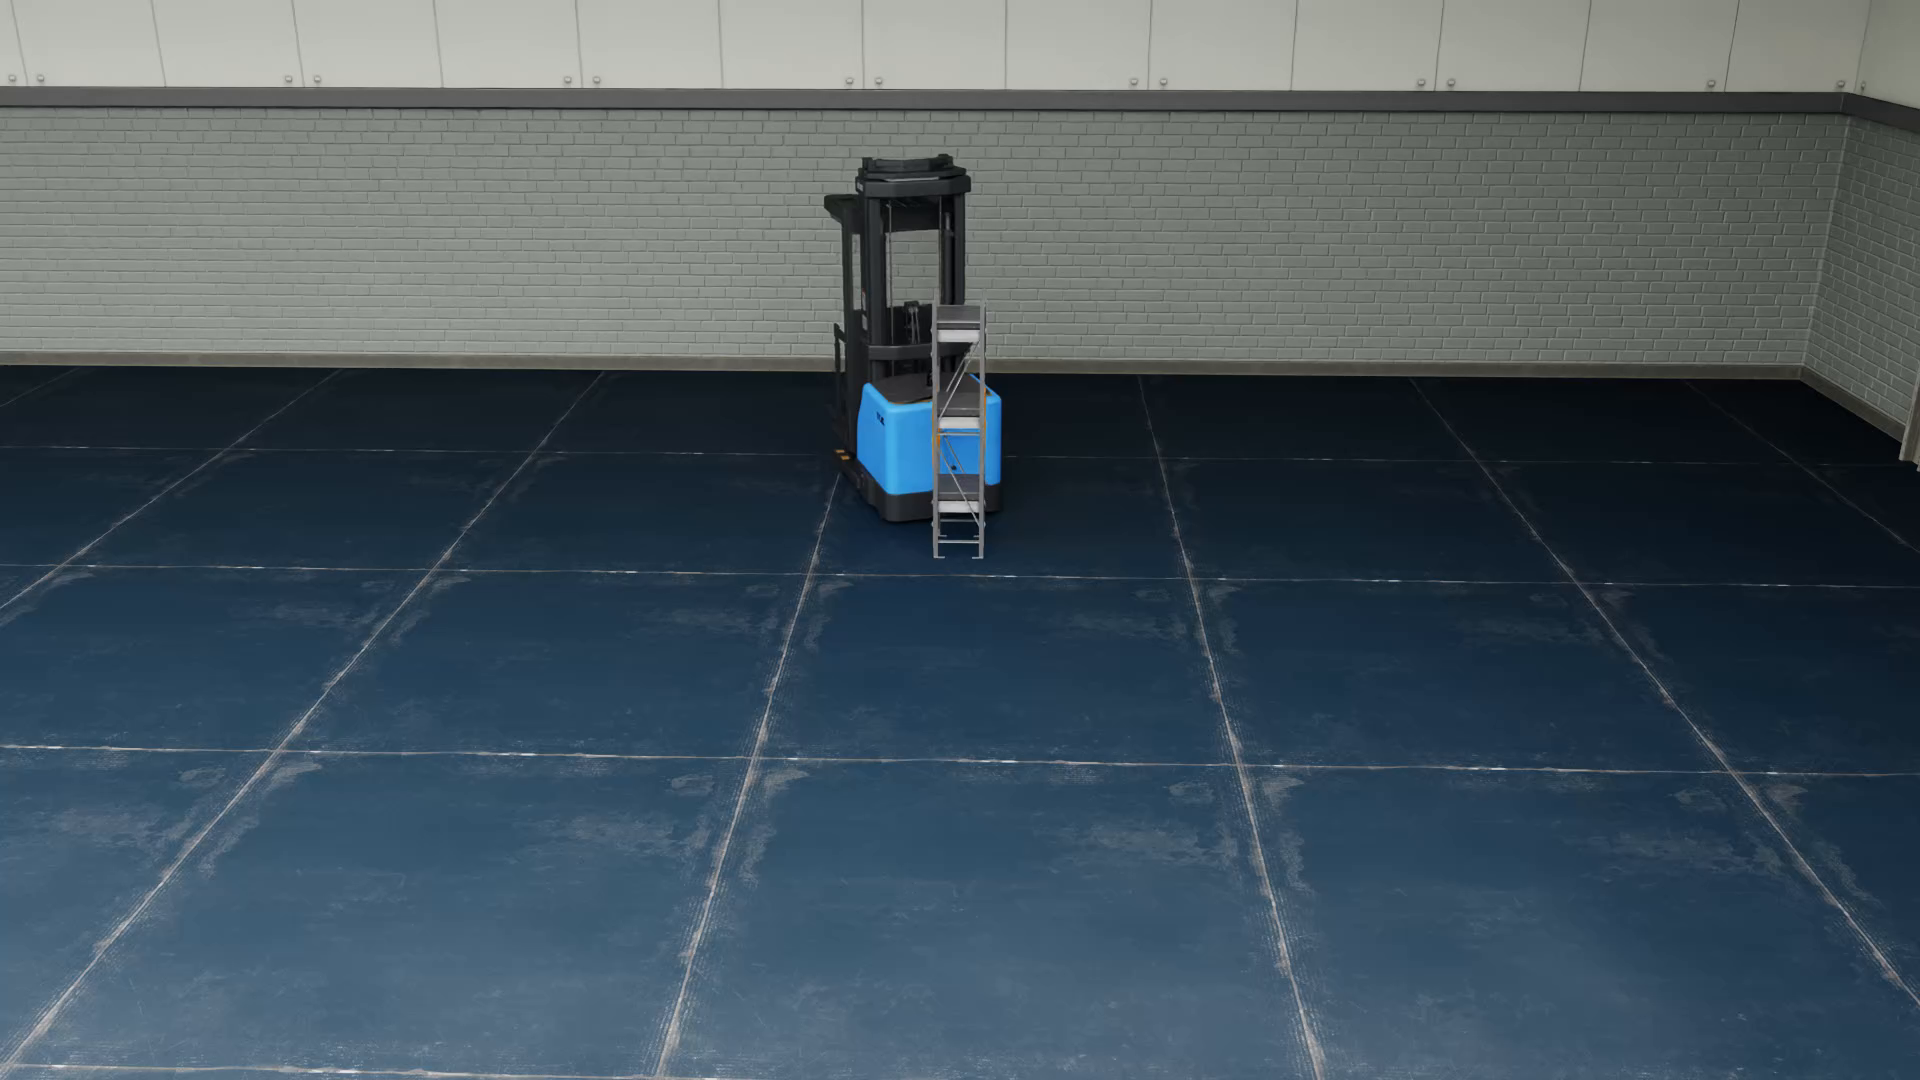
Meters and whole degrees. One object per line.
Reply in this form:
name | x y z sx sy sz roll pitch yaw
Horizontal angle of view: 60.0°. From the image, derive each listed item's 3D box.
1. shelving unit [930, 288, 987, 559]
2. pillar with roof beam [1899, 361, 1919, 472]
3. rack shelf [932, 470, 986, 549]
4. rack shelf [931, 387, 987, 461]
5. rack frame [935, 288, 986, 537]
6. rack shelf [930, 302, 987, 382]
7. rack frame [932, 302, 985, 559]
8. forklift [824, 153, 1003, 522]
shelving unit | -0.005 -0.919 13.288 0.431 2.100 0.503 1 21 2
pillar with roof beam | 4.773 -4.945 14.127 9.100 9.000 0.400 1 21 2
rack shelf | -0.005 -0.254 13.546 0.431 0.518 0.480 1 21 2
rack shelf | -0.005 -0.906 13.293 0.431 0.518 0.480 1 21 2
rack frame | 0.002 -1.007 13.516 0.400 2.100 0.015 1 21 2
rack shelf | -0.005 -1.559 13.040 0.431 0.518 0.480 1 21 2
rack frame | -0.012 -0.831 13.061 0.400 2.100 0.015 1 21 2
forklift | -0.568 -2.021 14.980 1.130 2.935 3.031 -7 22 -17
